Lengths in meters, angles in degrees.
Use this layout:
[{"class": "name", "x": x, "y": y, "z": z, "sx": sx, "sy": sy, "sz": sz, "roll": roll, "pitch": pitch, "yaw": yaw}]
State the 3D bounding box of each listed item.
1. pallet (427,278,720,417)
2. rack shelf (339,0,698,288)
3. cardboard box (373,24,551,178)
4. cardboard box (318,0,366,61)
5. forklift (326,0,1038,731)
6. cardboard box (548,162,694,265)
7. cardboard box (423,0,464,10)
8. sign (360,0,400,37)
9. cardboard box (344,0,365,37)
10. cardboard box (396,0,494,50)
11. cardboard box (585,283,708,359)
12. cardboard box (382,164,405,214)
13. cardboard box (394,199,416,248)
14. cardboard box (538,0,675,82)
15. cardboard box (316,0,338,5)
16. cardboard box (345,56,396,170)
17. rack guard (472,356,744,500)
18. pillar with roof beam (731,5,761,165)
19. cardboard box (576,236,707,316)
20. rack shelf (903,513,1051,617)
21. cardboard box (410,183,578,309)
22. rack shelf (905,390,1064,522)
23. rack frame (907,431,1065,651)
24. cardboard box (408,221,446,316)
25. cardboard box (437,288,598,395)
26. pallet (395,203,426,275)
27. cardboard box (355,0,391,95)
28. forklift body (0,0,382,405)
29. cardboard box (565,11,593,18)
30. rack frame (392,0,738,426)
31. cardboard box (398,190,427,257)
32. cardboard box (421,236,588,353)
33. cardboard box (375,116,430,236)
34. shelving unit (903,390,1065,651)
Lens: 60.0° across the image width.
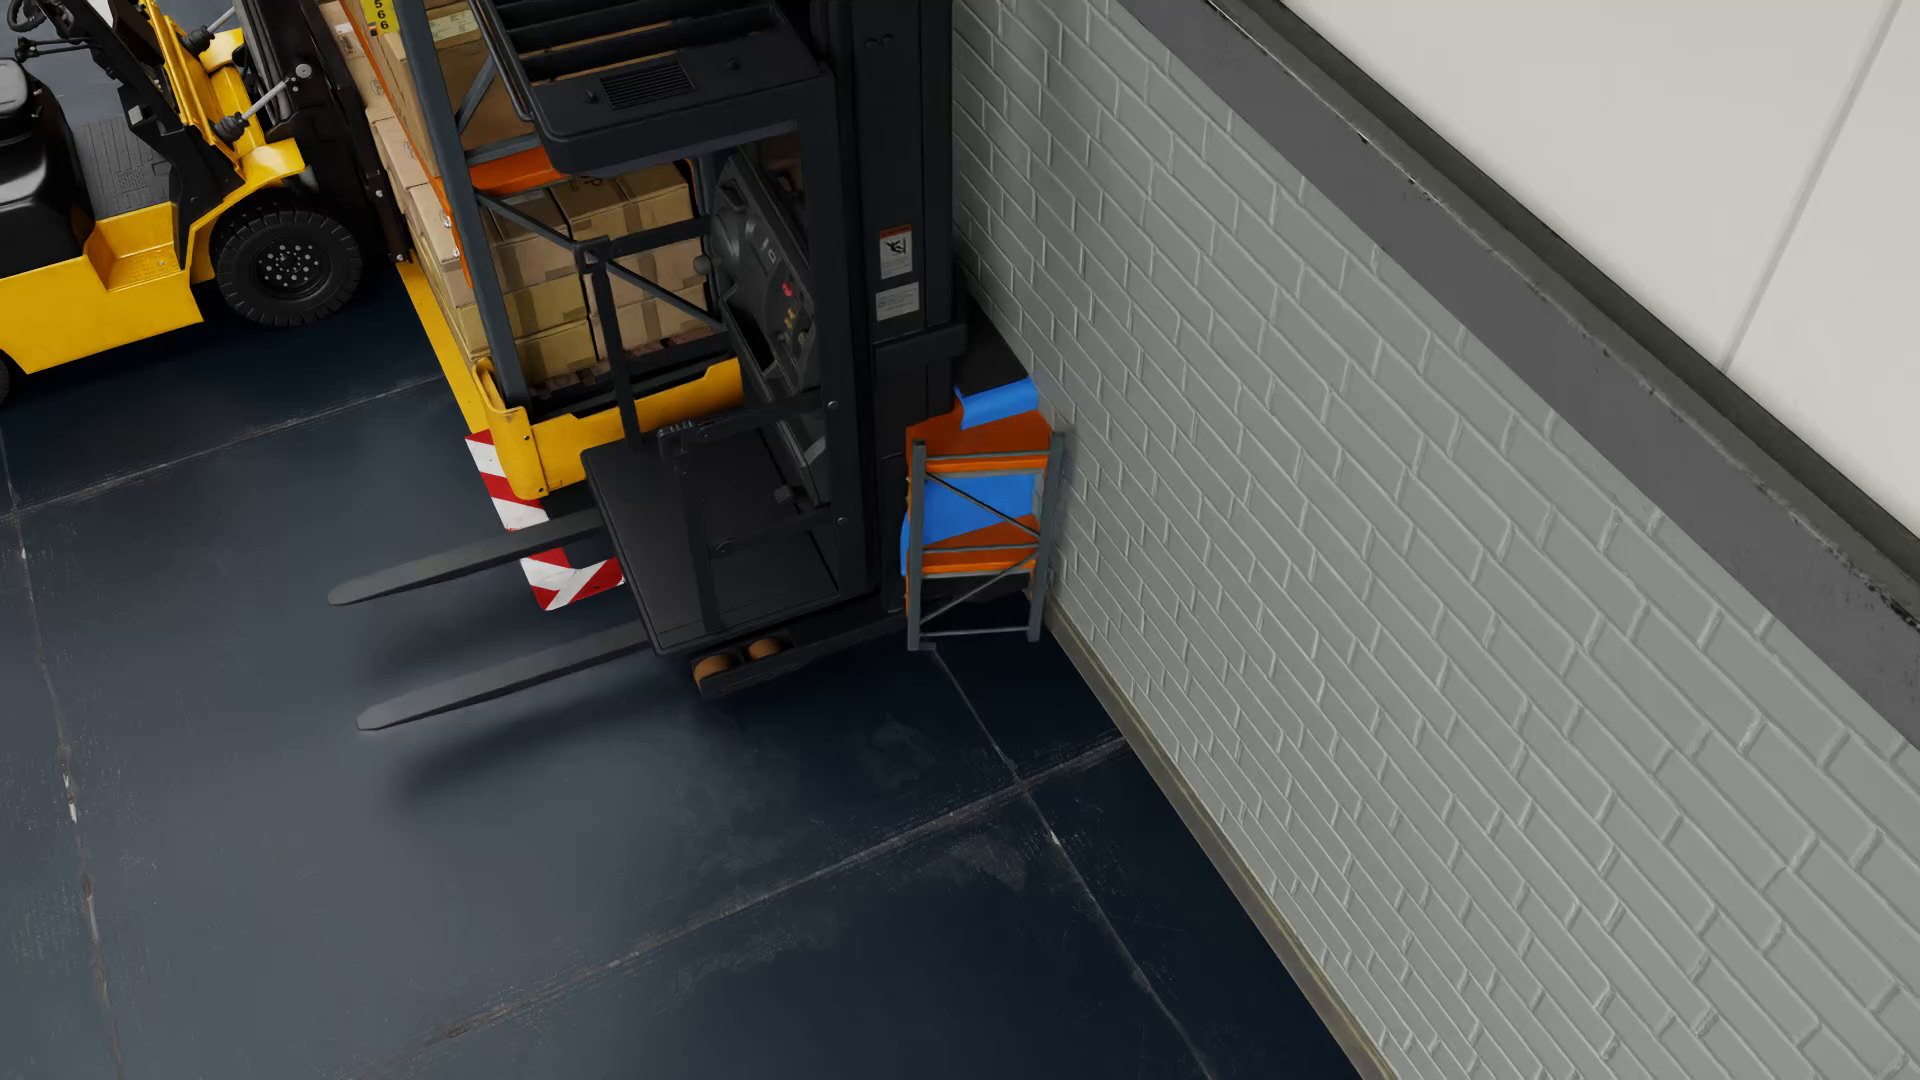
[{"class": "pallet", "x": -1.750, "y": -1.043, "z": 7.415, "sx": 1.003, "sy": 0.211, "sz": 1.213, "roll": -21, "pitch": 52, "yaw": -18}, {"class": "rack shelf", "x": -2.278, "y": -2.566, "z": 7.372, "sx": 1.077, "sy": 0.370, "sz": 4.000, "roll": -21, "pitch": 52, "yaw": -18}, {"class": "cardboard box", "x": -1.822, "y": -1.736, "z": 6.102, "sx": 0.500, "sy": 0.500, "sz": 0.500, "roll": -22, "pitch": 52, "yaw": -18}, {"class": "cardboard box", "x": -2.555, "y": -2.243, "z": 7.495, "sx": 0.500, "sy": 0.250, "sz": 0.500, "roll": -22, "pitch": 52, "yaw": -18}, {"class": "forklift", "x": -0.831, "y": -0.841, "z": 5.431, "sx": 3.031, "sy": 2.935, "sz": 1.130, "roll": -18, "pitch": 51, "yaw": -15}, {"class": "cardboard box", "x": -1.415, "y": -1.413, "z": 6.769, "sx": 0.500, "sy": 0.250, "sz": 0.500, "roll": -22, "pitch": 52, "yaw": -18}, {"class": "cardboard box", "x": -1.714, "y": -1.976, "z": 5.683, "sx": 0.380, "sy": 0.149, "sz": 0.250, "roll": -21, "pitch": 52, "yaw": -17}, {"class": "sign", "x": -1.852, "y": -1.746, "z": 5.250, "sx": 0.100, "sy": 0.325, "sz": 0.005, "roll": -21, "pitch": 52, "yaw": -18}, {"class": "cardboard box", "x": -2.286, "y": -2.429, "z": 6.708, "sx": 0.500, "sy": 0.500, "sz": 0.500, "roll": -22, "pitch": 52, "yaw": -18}, {"class": "cardboard box", "x": -1.771, "y": -1.846, "z": 5.767, "sx": 0.380, "sy": 0.149, "sz": 0.250, "roll": -20, "pitch": 52, "yaw": -17}, {"class": "cardboard box", "x": -1.414, "y": -1.093, "z": 7.154, "sx": 0.500, "sy": 0.250, "sz": 0.500, "roll": -21, "pitch": 52, "yaw": -17}, {"class": "cardboard box", "x": -2.339, "y": -1.757, "z": 7.403, "sx": 0.500, "sy": 0.250, "sz": 0.500, "roll": -22, "pitch": 52, "yaw": -18}, {"class": "cardboard box", "x": -2.299, "y": -1.577, "z": 7.577, "sx": 0.500, "sy": 0.250, "sz": 0.500, "roll": -21, "pitch": 52, "yaw": -17}, {"class": "cardboard box", "x": -1.343, "y": -1.924, "z": 6.266, "sx": 0.500, "sy": 0.500, "sz": 0.500, "roll": -20, "pitch": 52, "yaw": -16}, {"class": "cardboard box", "x": -2.788, "y": -2.597, "z": 7.805, "sx": 0.500, "sy": 0.250, "sz": 0.500, "roll": -20, "pitch": 52, "yaw": -16}, {"class": "cardboard box", "x": -2.330, "y": -1.901, "z": 7.196, "sx": 0.500, "sy": 0.250, "sz": 0.500, "roll": -21, "pitch": 52, "yaw": -17}, {"class": "rack guard", "x": -1.352, "y": -0.625, "z": 6.857, "sx": 1.175, "sy": 0.500, "sz": 0.348, "roll": -21, "pitch": 52, "yaw": -18}, {"class": "pillar with roof beam", "x": -4.708, "y": -2.733, "z": 3.054, "sx": 9.100, "sy": 9.000, "sz": 0.400, "roll": -21, "pitch": 52, "yaw": -18}, {"class": "cardboard box", "x": -1.394, "y": -1.248, "z": 6.957, "sx": 0.500, "sy": 0.250, "sz": 0.500, "roll": -20, "pitch": 52, "yaw": -17}, {"class": "rack shelf", "x": 0.008, "y": -0.200, "z": 6.382, "sx": 0.538, "sy": 0.278, "sz": 1.000, "roll": -3, "pitch": 50, "yaw": -6}, {"class": "cardboard box", "x": -1.851, "y": -1.227, "z": 6.606, "sx": 0.500, "sy": 0.250, "sz": 0.500, "roll": -20, "pitch": 52, "yaw": -16}, {"class": "rack shelf", "x": 0.029, "y": -0.546, "z": 5.972, "sx": 0.538, "sy": 0.278, "sz": 1.000, "roll": -3, "pitch": 50, "yaw": -6}, {"class": "rack frame", "x": 0.072, "y": 0.031, "z": 5.871, "sx": 0.500, "sy": 1.125, "sz": 0.032, "roll": -3, "pitch": 50, "yaw": -6}, {"class": "cardboard box", "x": -2.078, "y": -1.239, "z": 7.281, "sx": 0.500, "sy": 0.250, "sz": 0.500, "roll": -21, "pitch": 52, "yaw": -18}, {"class": "cardboard box", "x": -1.859, "y": -0.903, "z": 6.987, "sx": 0.500, "sy": 0.250, "sz": 0.500, "roll": -21, "pitch": 52, "yaw": -17}, {"class": "pallet", "x": -2.305, "y": -1.859, "z": 8.128, "sx": 1.003, "sy": 0.211, "sz": 1.213, "roll": -21, "pitch": 52, "yaw": -18}, {"class": "cardboard box", "x": -2.051, "y": -2.086, "z": 6.408, "sx": 0.500, "sy": 0.500, "sz": 0.500, "roll": -20, "pitch": 52, "yaw": -16}, {"class": "forklift body", "x": -3.853, "y": -1.825, "z": 6.810, "sx": 2.313, "sy": 2.155, "sz": 1.214, "roll": -21, "pitch": 52, "yaw": -18}, {"class": "cardboard box", "x": -1.288, "y": -2.027, "z": 5.925, "sx": 0.380, "sy": 0.149, "sz": 0.250, "roll": -22, "pitch": 53, "yaw": -18}, {"class": "rack frame", "x": -1.363, "y": -1.464, "z": 5.930, "sx": 1.000, "sy": 3.000, "sz": 0.127, "roll": -21, "pitch": 52, "yaw": -18}, {"class": "cardboard box", "x": -2.084, "y": -1.419, "z": 7.107, "sx": 0.500, "sy": 0.250, "sz": 0.500, "roll": -22, "pitch": 52, "yaw": -18}, {"class": "cardboard box", "x": -1.864, "y": -1.080, "z": 6.810, "sx": 0.500, "sy": 0.250, "sz": 0.500, "roll": -22, "pitch": 52, "yaw": -18}, {"class": "cardboard box", "x": -2.090, "y": -1.567, "z": 6.904, "sx": 0.500, "sy": 0.250, "sz": 0.500, "roll": -20, "pitch": 52, "yaw": -17}, {"class": "shelving unit", "x": 0.017, "y": -0.357, "z": 6.195, "sx": 0.538, "sy": 1.125, "sz": 1.048, "roll": -3, "pitch": 50, "yaw": -6}]
